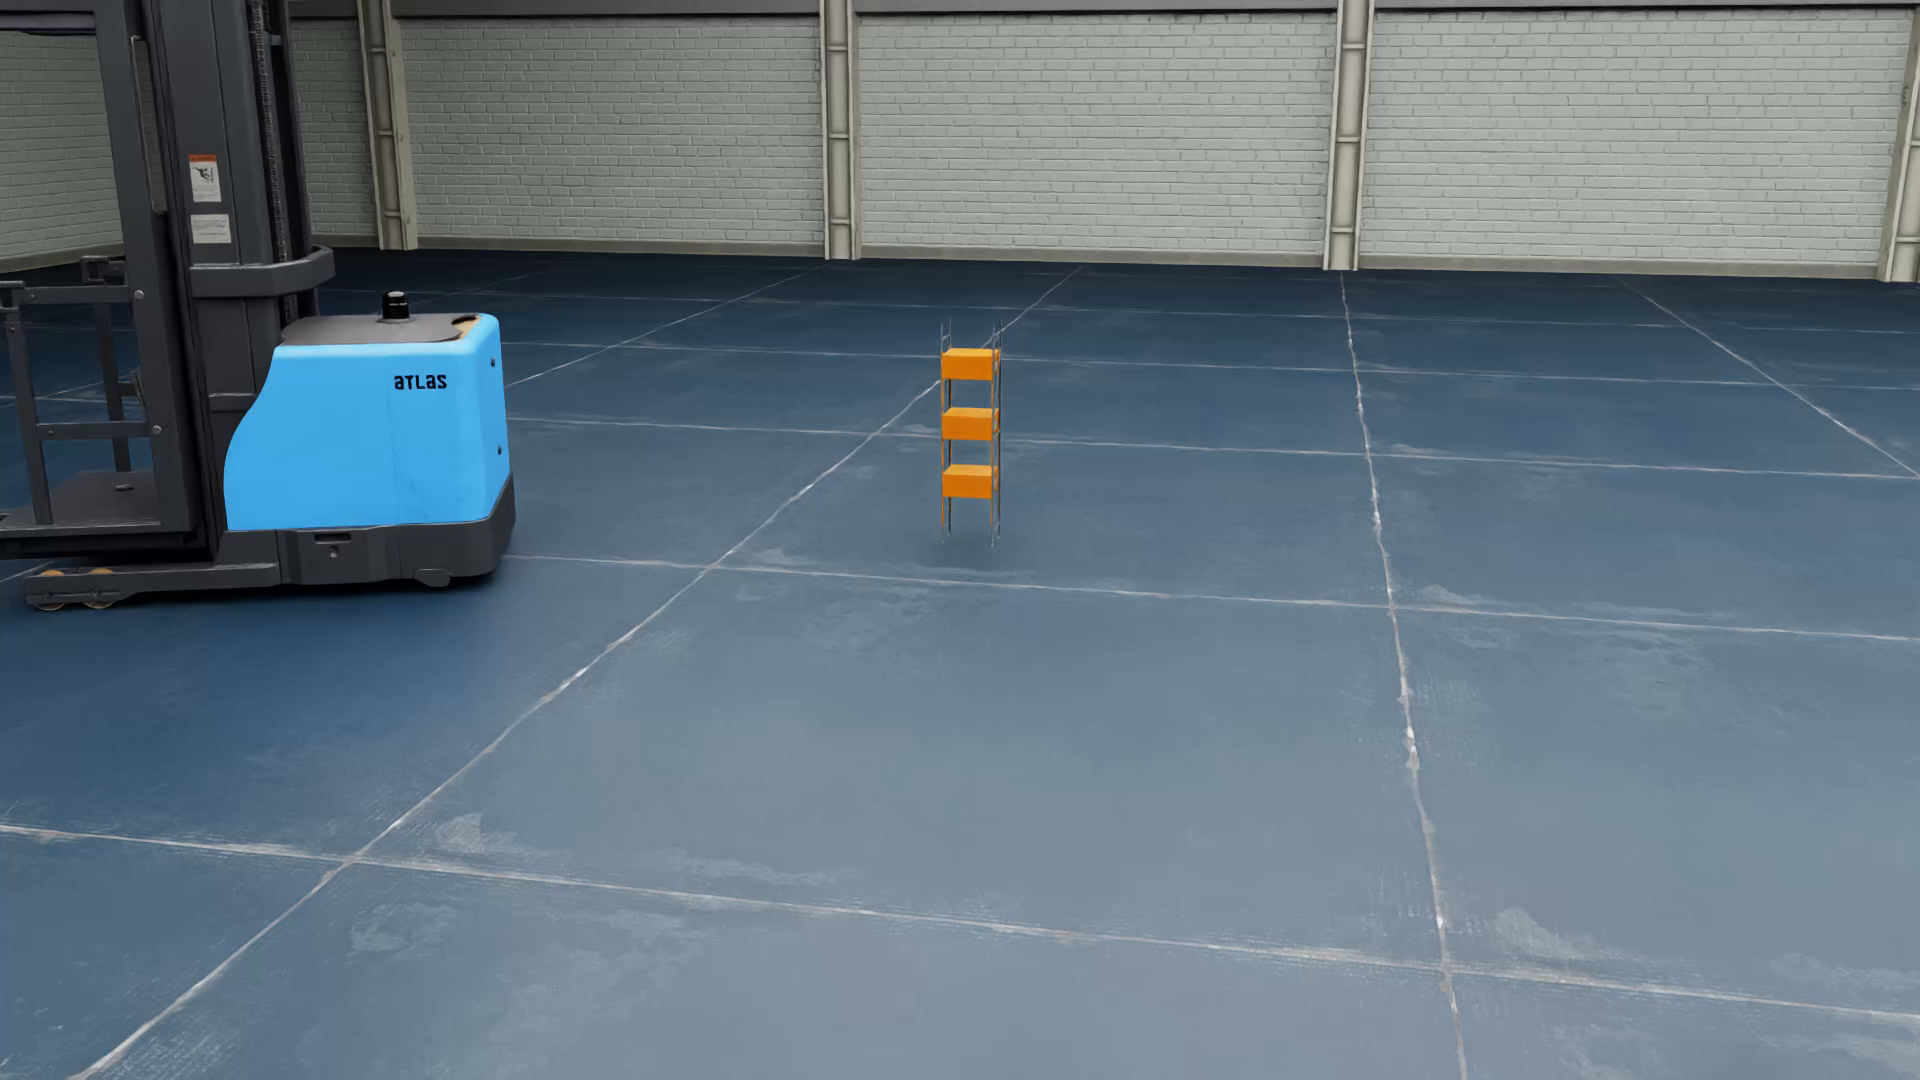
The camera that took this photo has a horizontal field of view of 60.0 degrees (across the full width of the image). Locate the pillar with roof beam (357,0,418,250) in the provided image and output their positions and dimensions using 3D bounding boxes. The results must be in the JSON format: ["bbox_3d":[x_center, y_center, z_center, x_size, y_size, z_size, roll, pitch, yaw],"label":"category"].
[{"bbox_3d":[-8.180,-7.014,16.456,0.400,9.000,9.100,3,16,11],"label":"pillar with roof beam"}]

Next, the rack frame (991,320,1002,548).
[{"bbox_3d":[0.172,-0.497,7.818,0.008,1.050,0.200,3,16,11],"label":"rack frame"}]

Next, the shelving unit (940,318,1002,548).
[{"bbox_3d":[0.052,-0.503,7.842,0.252,1.050,0.215,3,16,11],"label":"shelving unit"}]

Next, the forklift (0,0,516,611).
[{"bbox_3d":[-3.590,-1.269,7.082,3.031,2.935,1.130,-2,16,-8],"label":"forklift"}]

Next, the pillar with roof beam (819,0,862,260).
[{"bbox_3d":[-2.301,-6.695,15.303,0.400,9.000,9.100,3,16,11],"label":"pillar with roof beam"}]

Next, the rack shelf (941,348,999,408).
[{"bbox_3d":[0.052,-0.766,7.769,0.240,0.259,0.215,3,16,11],"label":"rack shelf"}]

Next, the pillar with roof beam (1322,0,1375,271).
[{"bbox_3d":[3.579,-6.376,14.151,0.400,9.000,9.100,3,16,11],"label":"pillar with roof beam"}]

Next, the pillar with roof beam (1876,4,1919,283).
[{"bbox_3d":[9.459,-6.056,12.999,0.400,9.000,9.100,3,16,11],"label":"pillar with roof beam"}]

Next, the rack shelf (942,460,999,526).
[{"bbox_3d":[0.052,-0.225,7.919,0.240,0.259,0.215,3,16,11],"label":"rack shelf"}]

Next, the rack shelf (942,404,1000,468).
[{"bbox_3d":[0.052,-0.493,7.844,0.240,0.259,0.215,3,16,11],"label":"rack shelf"}]

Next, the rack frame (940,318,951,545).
[{"bbox_3d":[-0.067,-0.510,7.865,0.008,1.050,0.200,3,16,11],"label":"rack frame"}]
